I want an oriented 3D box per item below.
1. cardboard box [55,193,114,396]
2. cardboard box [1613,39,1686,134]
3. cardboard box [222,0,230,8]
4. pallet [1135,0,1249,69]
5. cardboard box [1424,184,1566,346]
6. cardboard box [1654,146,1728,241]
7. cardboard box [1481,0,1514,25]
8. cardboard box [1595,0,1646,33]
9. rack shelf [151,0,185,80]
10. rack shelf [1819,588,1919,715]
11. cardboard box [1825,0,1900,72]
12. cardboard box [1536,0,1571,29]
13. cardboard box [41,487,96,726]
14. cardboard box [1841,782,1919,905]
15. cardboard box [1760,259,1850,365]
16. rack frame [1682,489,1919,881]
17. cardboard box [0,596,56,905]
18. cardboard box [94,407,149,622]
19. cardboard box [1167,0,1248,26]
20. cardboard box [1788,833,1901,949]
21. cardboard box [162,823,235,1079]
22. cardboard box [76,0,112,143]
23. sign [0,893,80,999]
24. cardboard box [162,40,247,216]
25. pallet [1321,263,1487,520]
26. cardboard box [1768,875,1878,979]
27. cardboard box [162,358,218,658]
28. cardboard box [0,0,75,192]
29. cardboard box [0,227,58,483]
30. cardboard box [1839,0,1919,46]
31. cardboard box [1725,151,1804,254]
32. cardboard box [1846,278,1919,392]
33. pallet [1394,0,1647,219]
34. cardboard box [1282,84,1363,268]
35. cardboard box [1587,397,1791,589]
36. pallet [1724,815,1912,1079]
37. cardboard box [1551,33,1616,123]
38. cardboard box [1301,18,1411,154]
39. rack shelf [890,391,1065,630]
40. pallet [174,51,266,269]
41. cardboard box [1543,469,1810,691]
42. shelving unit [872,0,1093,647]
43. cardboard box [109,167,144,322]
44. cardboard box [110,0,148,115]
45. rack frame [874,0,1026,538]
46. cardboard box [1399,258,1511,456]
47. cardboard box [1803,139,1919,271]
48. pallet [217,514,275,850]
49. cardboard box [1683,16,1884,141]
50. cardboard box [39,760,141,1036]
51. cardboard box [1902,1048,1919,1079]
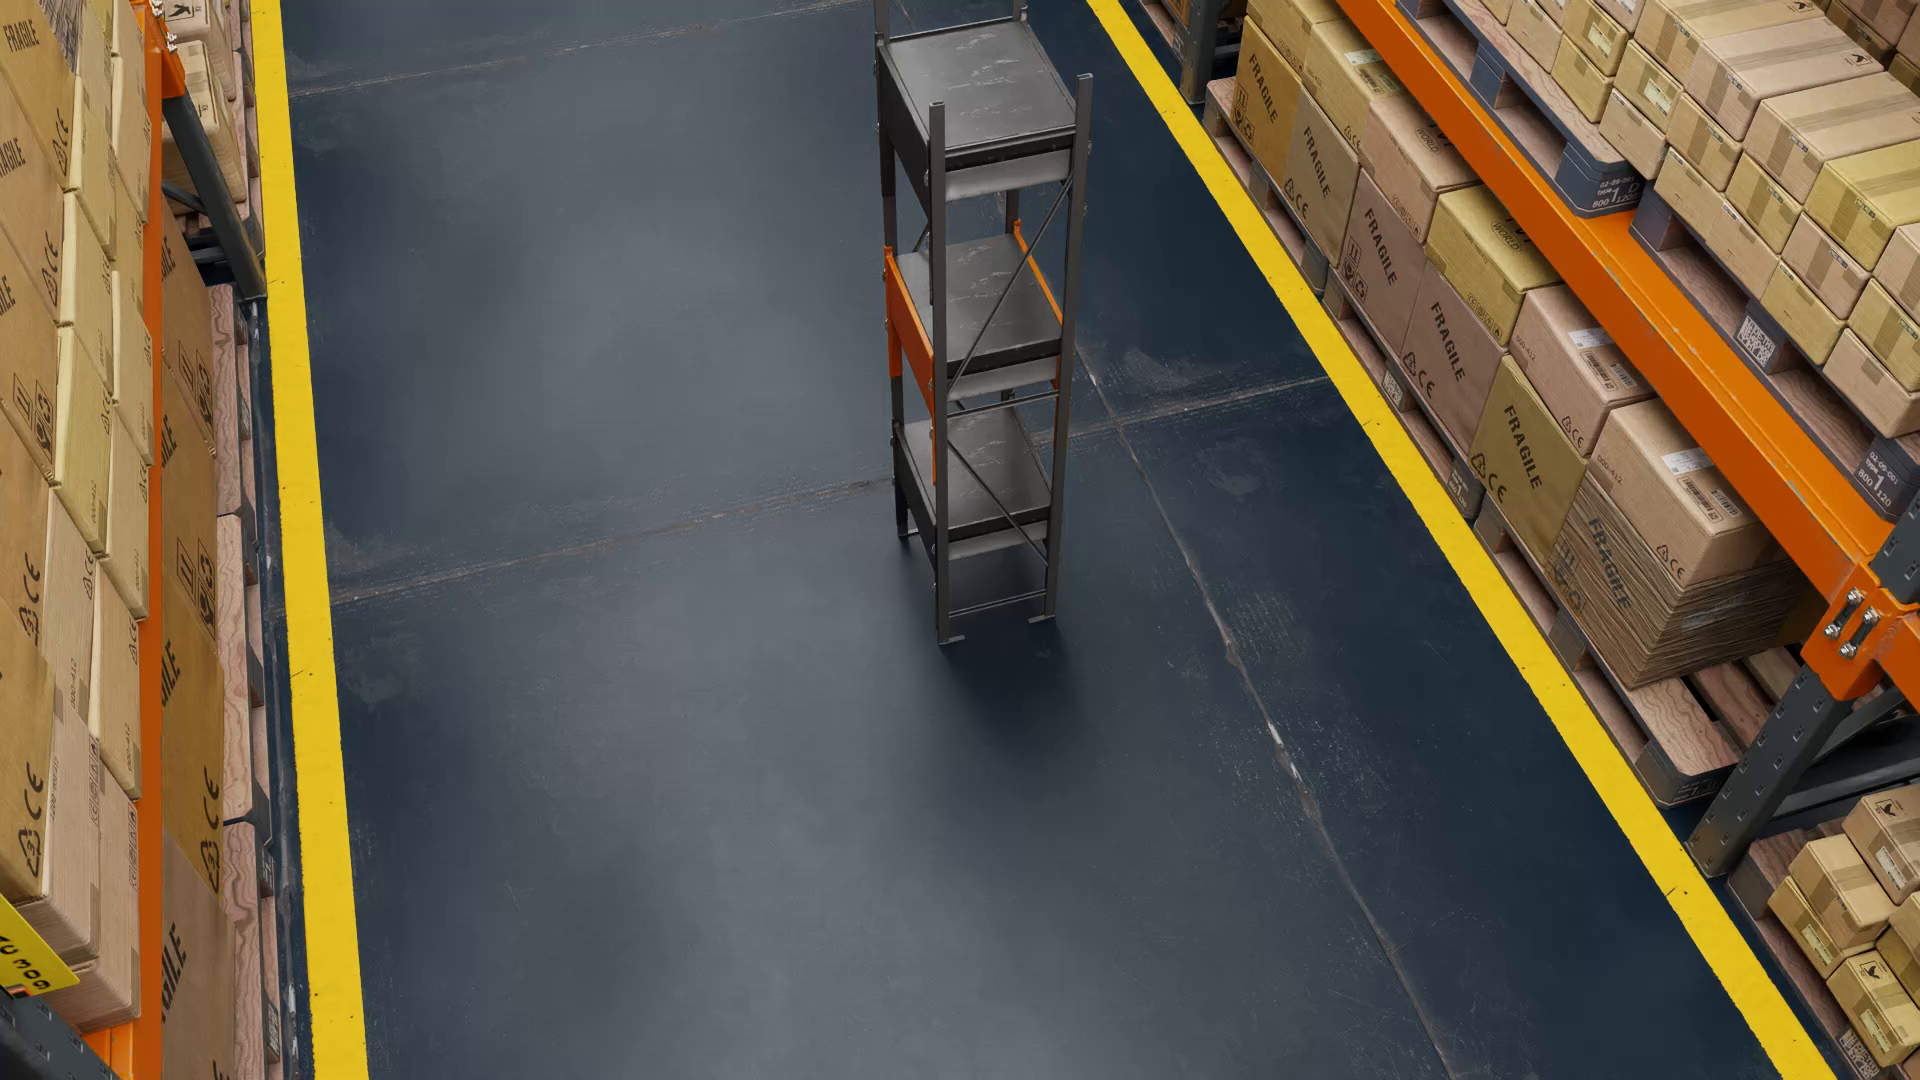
[{"bbox_3d":[-2.356,-0.544,4.018,0.500,0.250,0.500,-15,51,-12],"label":"cardboard box"},{"bbox_3d":[2.043,-1.280,4.563,0.380,0.149,0.250,-16,52,-13],"label":"cardboard box"},{"bbox_3d":[-3.825,-2.645,7.462,0.950,0.372,0.625,-12,51,-10],"label":"cardboard box"},{"bbox_3d":[1.315,-2.737,7.919,1.003,0.211,1.213,-13,51,-11],"label":"pallet"},{"bbox_3d":[1.888,-0.941,5.451,0.500,0.250,0.500,-15,52,-13],"label":"cardboard box"},{"bbox_3d":[2.130,-0.976,4.500,0.380,0.149,0.250,-16,52,-13],"label":"cardboard box"},{"bbox_3d":[1.810,-1.757,5.159,0.380,0.149,0.250,-13,51,-10],"label":"cardboard box"},{"bbox_3d":[1.970,-1.568,4.611,0.380,0.149,0.250,-15,52,-13],"label":"cardboard box"},{"bbox_3d":[-3.814,-3.078,6.854,1.077,0.370,4.000,-13,51,-11],"label":"rack shelf"},{"bbox_3d":[3.251,1.572,2.934,1.077,0.370,4.000,-13,51,-11],"label":"rack shelf"},{"bbox_3d":[2.668,-1.427,4.686,0.380,0.149,0.250,-11,51,-10],"label":"cardboard box"},{"bbox_3d":[1.893,-1.658,4.881,0.380,0.149,0.250,-12,51,-10],"label":"cardboard box"},{"bbox_3d":[-2.081,0.200,3.391,0.500,0.250,0.500,-13,51,-10],"label":"cardboard box"},{"bbox_3d":[2.563,0.769,4.340,0.380,0.149,0.250,-11,51,-9],"label":"cardboard box"},{"bbox_3d":[2.275,-0.610,4.192,0.380,0.149,0.250,-13,51,-11],"label":"cardboard box"},{"bbox_3d":[2.659,-0.121,3.890,1.000,3.000,0.127,-13,51,-11],"label":"rack frame"},{"bbox_3d":[-1.895,0.331,2.790,0.500,0.500,0.500,-13,51,-11],"label":"cardboard box"},{"bbox_3d":[-2.208,-0.016,3.900,0.500,0.250,0.500,-14,51,-11],"label":"cardboard box"},{"bbox_3d":[1.382,-2.918,7.445,1.050,0.750,0.750,-14,51,-11],"label":"cardboard box"},{"bbox_3d":[2.461,0.904,4.422,0.380,0.149,0.250,-11,51,-9],"label":"cardboard box"},{"bbox_3d":[-2.299,1.187,3.903,0.875,0.875,0.875,-12,51,-10],"label":"cardboard box"},{"bbox_3d":[-2.681,-1.292,4.649,0.500,0.250,0.500,-14,51,-12],"label":"cardboard box"},{"bbox_3d":[-1.510,0.641,2.630,0.100,0.325,0.005,-13,51,-11],"label":"sign"},{"bbox_3d":[-3.380,-1.553,6.541,0.950,0.372,0.625,-16,52,-13],"label":"cardboard box"},{"bbox_3d":[2.063,-0.683,6.188,1.003,0.211,1.213,-13,51,-11],"label":"pallet"},{"bbox_3d":[2.460,1.001,4.534,0.380,0.149,0.250,-15,52,-13],"label":"cardboard box"},{"bbox_3d":[-2.838,-0.124,5.008,0.875,0.875,0.875,-13,51,-11],"label":"cardboard box"},{"bbox_3d":[-2.519,-1.148,4.037,0.500,0.500,0.500,-13,51,-11],"label":"cardboard box"},{"bbox_3d":[-2.218,-0.401,3.407,0.500,0.500,0.500,-14,51,-12],"label":"cardboard box"},{"bbox_3d":[2.673,-1.519,4.569,0.380,0.149,0.250,-14,51,-11],"label":"cardboard box"},{"bbox_3d":[2.203,-0.891,4.235,0.380,0.149,0.250,-11,51,-9],"label":"cardboard box"},{"bbox_3d":[2.353,-0.517,3.919,0.380,0.149,0.250,-12,51,-10],"label":"cardboard box"},{"bbox_3d":[2.101,-1.544,5.215,1.003,0.211,1.213,-13,51,-11],"label":"pallet"},{"bbox_3d":[1.594,-1.431,6.355,0.500,0.500,0.500,-13,51,-11],"label":"cardboard box"},{"bbox_3d":[2.198,-0.179,4.809,0.500,0.250,0.500,-15,51,-12],"label":"cardboard box"},{"bbox_3d":[2.892,1.260,4.549,1.003,0.211,1.213,-13,51,-11],"label":"pallet"},{"bbox_3d":[1.965,-1.371,4.834,0.380,0.149,0.250,-11,51,-9],"label":"cardboard box"},{"bbox_3d":[1.599,-1.685,6.079,0.500,0.250,0.500,-14,51,-11],"label":"cardboard box"},{"bbox_3d":[0.049,-0.096,5.391,0.431,0.518,0.480,-13,51,-11],"label":"rack shelf"},{"bbox_3d":[-3.452,-1.522,6.895,1.003,0.211,1.213,-13,51,-11],"label":"pallet"},{"bbox_3d":[2.200,0.066,5.093,0.500,0.500,0.500,-14,51,-12],"label":"cardboard box"},{"bbox_3d":[0.049,-0.556,4.845,0.431,2.100,0.503,-13,51,-11],"label":"shelving unit"},{"bbox_3d":[-2.525,-0.750,4.518,0.500,0.250,0.500,-14,51,-11],"label":"cardboard box"},{"bbox_3d":[-2.825,-1.490,5.143,0.500,0.250,0.500,-15,51,-12],"label":"cardboard box"},{"bbox_3d":[-0.023,-0.734,4.996,0.400,2.100,0.015,-13,51,-11],"label":"rack frame"},{"bbox_3d":[1.901,-0.685,5.726,0.500,0.500,0.500,-14,51,-12],"label":"cardboard box"},{"bbox_3d":[2.274,-0.812,3.973,0.380,0.149,0.250,-15,51,-12],"label":"cardboard box"},{"bbox_3d":[-2.704,0.532,5.164,1.003,0.211,1.213,-13,51,-11],"label":"pallet"},{"bbox_3d":[2.122,-1.193,4.294,0.380,0.149,0.250,-13,51,-11],"label":"cardboard box"},{"bbox_3d":[-1.917,0.739,3.263,0.500,0.250,0.500,-14,51,-12],"label":"cardboard box"},{"bbox_3d":[2.662,1.365,4.227,0.380,0.149,0.250,-14,51,-11],"label":"cardboard box"}]
